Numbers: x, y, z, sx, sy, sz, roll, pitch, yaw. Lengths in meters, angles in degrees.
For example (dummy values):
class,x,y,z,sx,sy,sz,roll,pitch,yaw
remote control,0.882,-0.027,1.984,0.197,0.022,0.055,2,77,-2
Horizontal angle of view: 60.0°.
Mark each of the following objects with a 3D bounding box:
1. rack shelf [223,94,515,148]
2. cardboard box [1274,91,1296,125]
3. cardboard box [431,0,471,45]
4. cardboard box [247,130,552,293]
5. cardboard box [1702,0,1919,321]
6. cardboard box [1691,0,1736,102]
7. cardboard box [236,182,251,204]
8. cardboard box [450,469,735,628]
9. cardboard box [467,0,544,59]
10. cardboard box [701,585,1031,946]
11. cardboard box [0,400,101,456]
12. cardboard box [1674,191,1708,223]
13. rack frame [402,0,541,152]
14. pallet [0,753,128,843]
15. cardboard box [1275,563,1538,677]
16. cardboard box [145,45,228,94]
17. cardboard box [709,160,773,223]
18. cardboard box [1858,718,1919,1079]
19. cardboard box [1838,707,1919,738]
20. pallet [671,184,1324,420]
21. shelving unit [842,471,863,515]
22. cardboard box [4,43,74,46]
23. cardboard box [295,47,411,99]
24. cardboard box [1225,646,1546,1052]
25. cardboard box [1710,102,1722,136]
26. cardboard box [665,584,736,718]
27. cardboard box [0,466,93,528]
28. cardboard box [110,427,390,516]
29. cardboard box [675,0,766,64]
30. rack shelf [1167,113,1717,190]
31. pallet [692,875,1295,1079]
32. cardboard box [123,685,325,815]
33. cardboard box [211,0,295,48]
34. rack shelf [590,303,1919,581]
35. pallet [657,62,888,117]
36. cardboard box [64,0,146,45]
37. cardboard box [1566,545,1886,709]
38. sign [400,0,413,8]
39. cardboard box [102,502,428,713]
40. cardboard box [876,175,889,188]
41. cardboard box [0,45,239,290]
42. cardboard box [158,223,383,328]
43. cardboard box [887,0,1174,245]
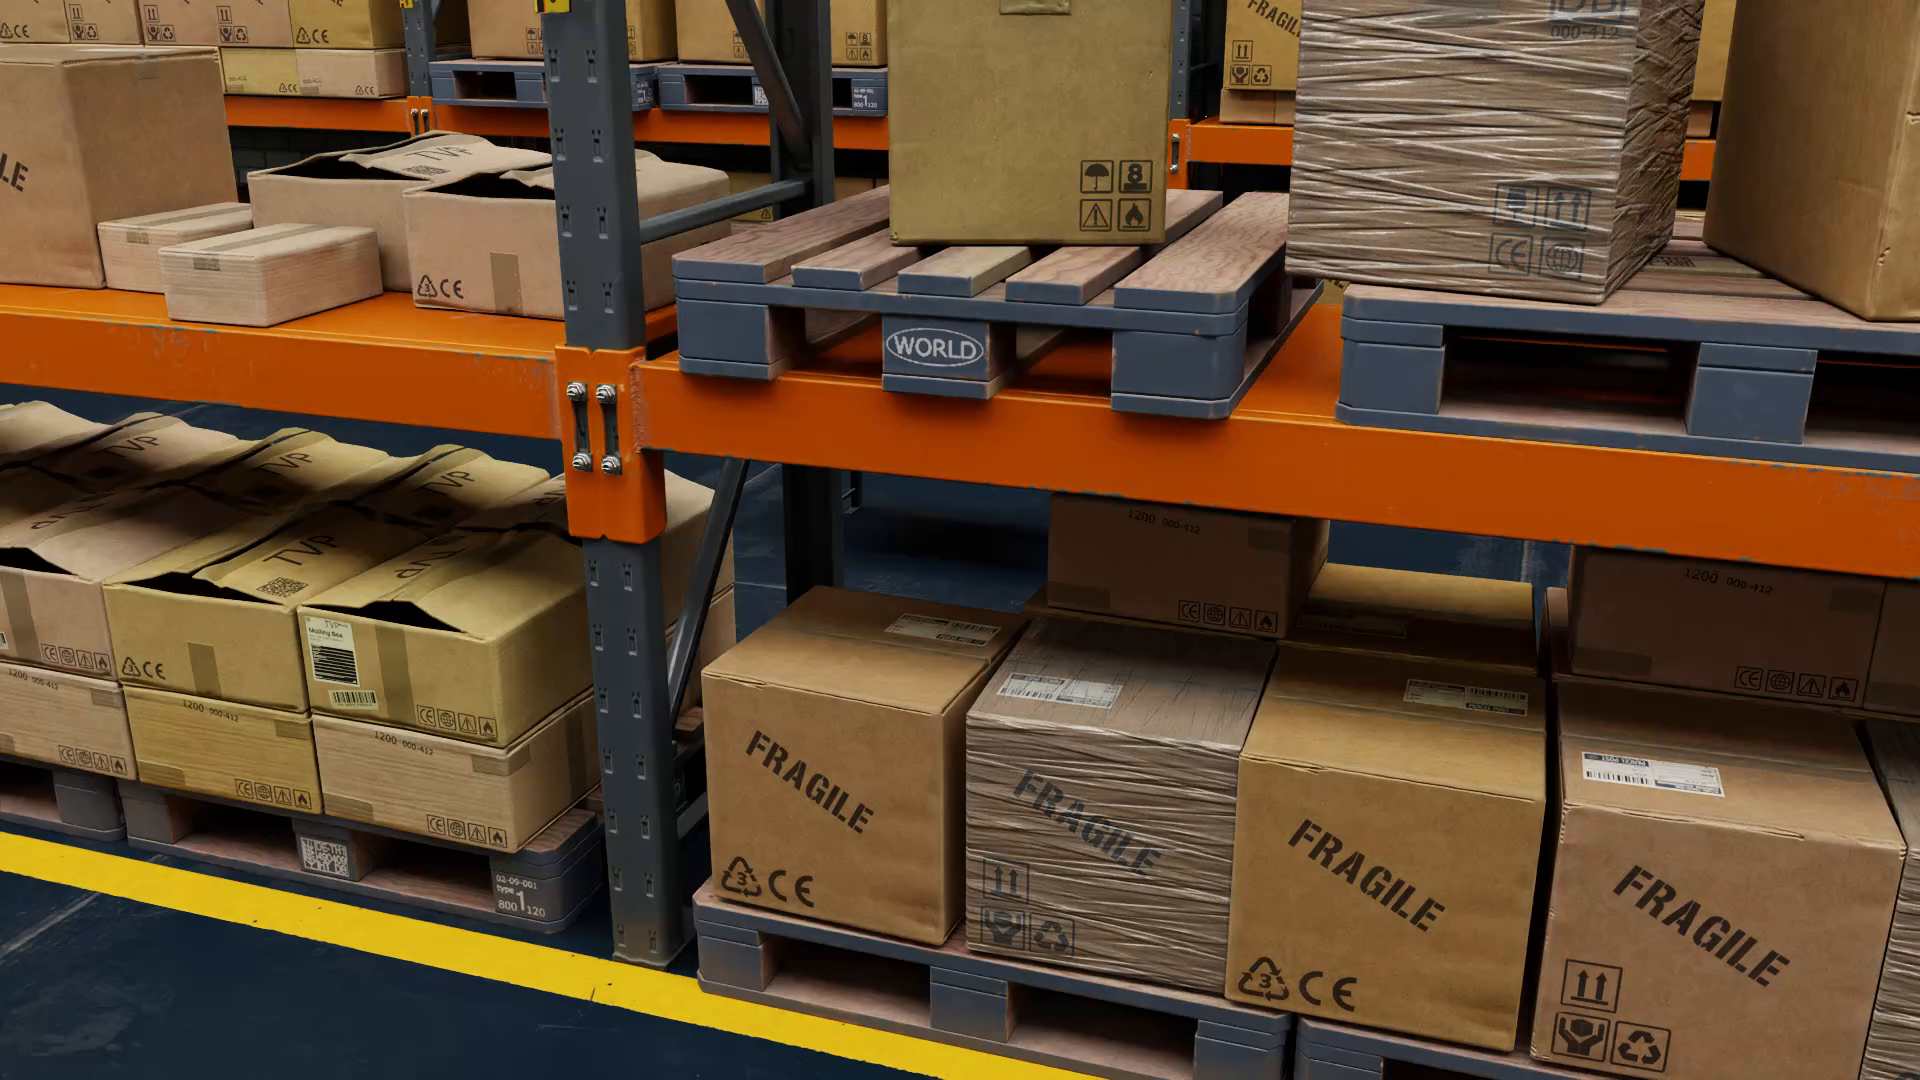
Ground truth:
class,x,y,z,sx,sy,sz,roll,pitch,yaw
rack shelf,-4.557,-2.523,9.849,4.000,0.370,1.077,7,20,18
cardboard box,1.581,-1.968,7.515,0.250,0.149,0.380,7,20,19
cardboard box,-3.043,-3.055,9.341,0.500,0.500,0.500,6,20,17
cardboard box,-1.292,-0.788,3.917,0.500,0.311,0.500,6,20,17
cardboard box,1.578,-0.659,2.619,0.500,0.500,0.700,1,19,4
cardboard box,2.940,-2.112,6.944,0.500,0.500,0.500,7,20,20
cardboard box,-4.607,-1.847,9.946,0.500,0.500,0.700,5,20,15
cardboard box,-0.909,0.014,4.167,0.500,0.311,0.500,7,20,20
cardboard box,-2.198,-2.836,8.834,0.500,0.500,0.700,7,20,18
cardboard box,-0.175,0.437,3.395,0.500,0.500,0.500,7,21,20
cardboard box,-2.849,-0.207,4.800,0.500,0.311,0.500,6,20,18
cardboard box,3.392,-1.090,7.275,0.750,0.750,0.750,7,20,20
rack frame,-2.667,-2.646,9.111,0.127,3.000,1.000,7,20,18
pallet,-2.425,0.410,4.580,1.213,0.211,1.003,7,20,18
cardboard box,0.938,0.383,3.550,0.500,0.500,0.500,6,20,16
cardboard box,-4.162,-2.648,9.313,0.500,0.250,0.500,6,20,18
cardboard box,-1.057,-1.852,8.822,0.500,0.250,0.500,6,20,16
cardboard box,1.769,0.656,2.765,0.500,0.500,0.500,7,20,19
cardboard box,1.913,0.492,3.236,0.500,0.500,0.500,7,20,19
pallet,0.152,-0.532,3.336,1.003,0.211,1.213,7,20,18
shelving unit,0.006,-0.530,5.889,1.048,1.125,0.538,7,20,18
cardboard box,-5.115,-2.757,9.626,0.500,0.250,0.500,6,20,17
cardboard box,-3.214,-2.542,9.009,0.500,0.250,0.500,7,20,18
cardboard box,0.794,0.547,3.078,0.500,0.500,0.500,6,20,17
cardboard box,3.292,-1.772,6.955,0.250,0.149,0.380,6,20,17
cardboard box,-0.909,0.278,4.260,0.500,0.250,0.500,6,20,18
cardboard box,-2.528,0.017,4.157,0.500,0.311,0.500,7,20,20
cardboard box,-1.889,-0.096,4.483,0.500,0.311,0.500,6,20,17
cardboard box,-1.040,-2.712,8.478,0.500,0.500,0.700,10,21,26
rack shelf,3.000,-1.659,7.370,4.000,0.370,1.077,7,20,18
pallet,0.182,0.735,3.646,1.213,0.211,1.003,7,20,18
cardboard box,-1.576,0.391,3.937,0.500,0.250,0.500,6,20,17
cardboard box,-3.689,-2.946,9.029,0.500,0.500,0.500,6,20,18
rack shelf,1.378,-0.118,2.951,4.000,0.370,1.077,7,20,18
pallet,-0.772,-2.325,8.480,1.213,0.211,1.003,7,20,18
cardboard box,-4.653,-3.060,9.356,0.500,0.500,0.500,7,20,20
cardboard box,1.472,0.087,3.260,0.500,0.250,0.500,6,20,17
sign,-2.838,-2.886,8.482,0.005,0.325,0.100,7,20,18
cardboard box,-1.580,0.127,3.841,0.500,0.311,0.500,6,20,17
cardboard box,-0.104,-1.738,8.496,0.500,0.250,0.500,7,20,19
cardboard box,-2.101,-0.897,3.941,0.500,0.500,0.500,5,20,15
cardboard box,-1.451,-0.566,3.526,0.250,0.149,0.380,7,20,18
cardboard box,0.121,-0.886,3.272,0.500,0.500,0.700,0,19,0
